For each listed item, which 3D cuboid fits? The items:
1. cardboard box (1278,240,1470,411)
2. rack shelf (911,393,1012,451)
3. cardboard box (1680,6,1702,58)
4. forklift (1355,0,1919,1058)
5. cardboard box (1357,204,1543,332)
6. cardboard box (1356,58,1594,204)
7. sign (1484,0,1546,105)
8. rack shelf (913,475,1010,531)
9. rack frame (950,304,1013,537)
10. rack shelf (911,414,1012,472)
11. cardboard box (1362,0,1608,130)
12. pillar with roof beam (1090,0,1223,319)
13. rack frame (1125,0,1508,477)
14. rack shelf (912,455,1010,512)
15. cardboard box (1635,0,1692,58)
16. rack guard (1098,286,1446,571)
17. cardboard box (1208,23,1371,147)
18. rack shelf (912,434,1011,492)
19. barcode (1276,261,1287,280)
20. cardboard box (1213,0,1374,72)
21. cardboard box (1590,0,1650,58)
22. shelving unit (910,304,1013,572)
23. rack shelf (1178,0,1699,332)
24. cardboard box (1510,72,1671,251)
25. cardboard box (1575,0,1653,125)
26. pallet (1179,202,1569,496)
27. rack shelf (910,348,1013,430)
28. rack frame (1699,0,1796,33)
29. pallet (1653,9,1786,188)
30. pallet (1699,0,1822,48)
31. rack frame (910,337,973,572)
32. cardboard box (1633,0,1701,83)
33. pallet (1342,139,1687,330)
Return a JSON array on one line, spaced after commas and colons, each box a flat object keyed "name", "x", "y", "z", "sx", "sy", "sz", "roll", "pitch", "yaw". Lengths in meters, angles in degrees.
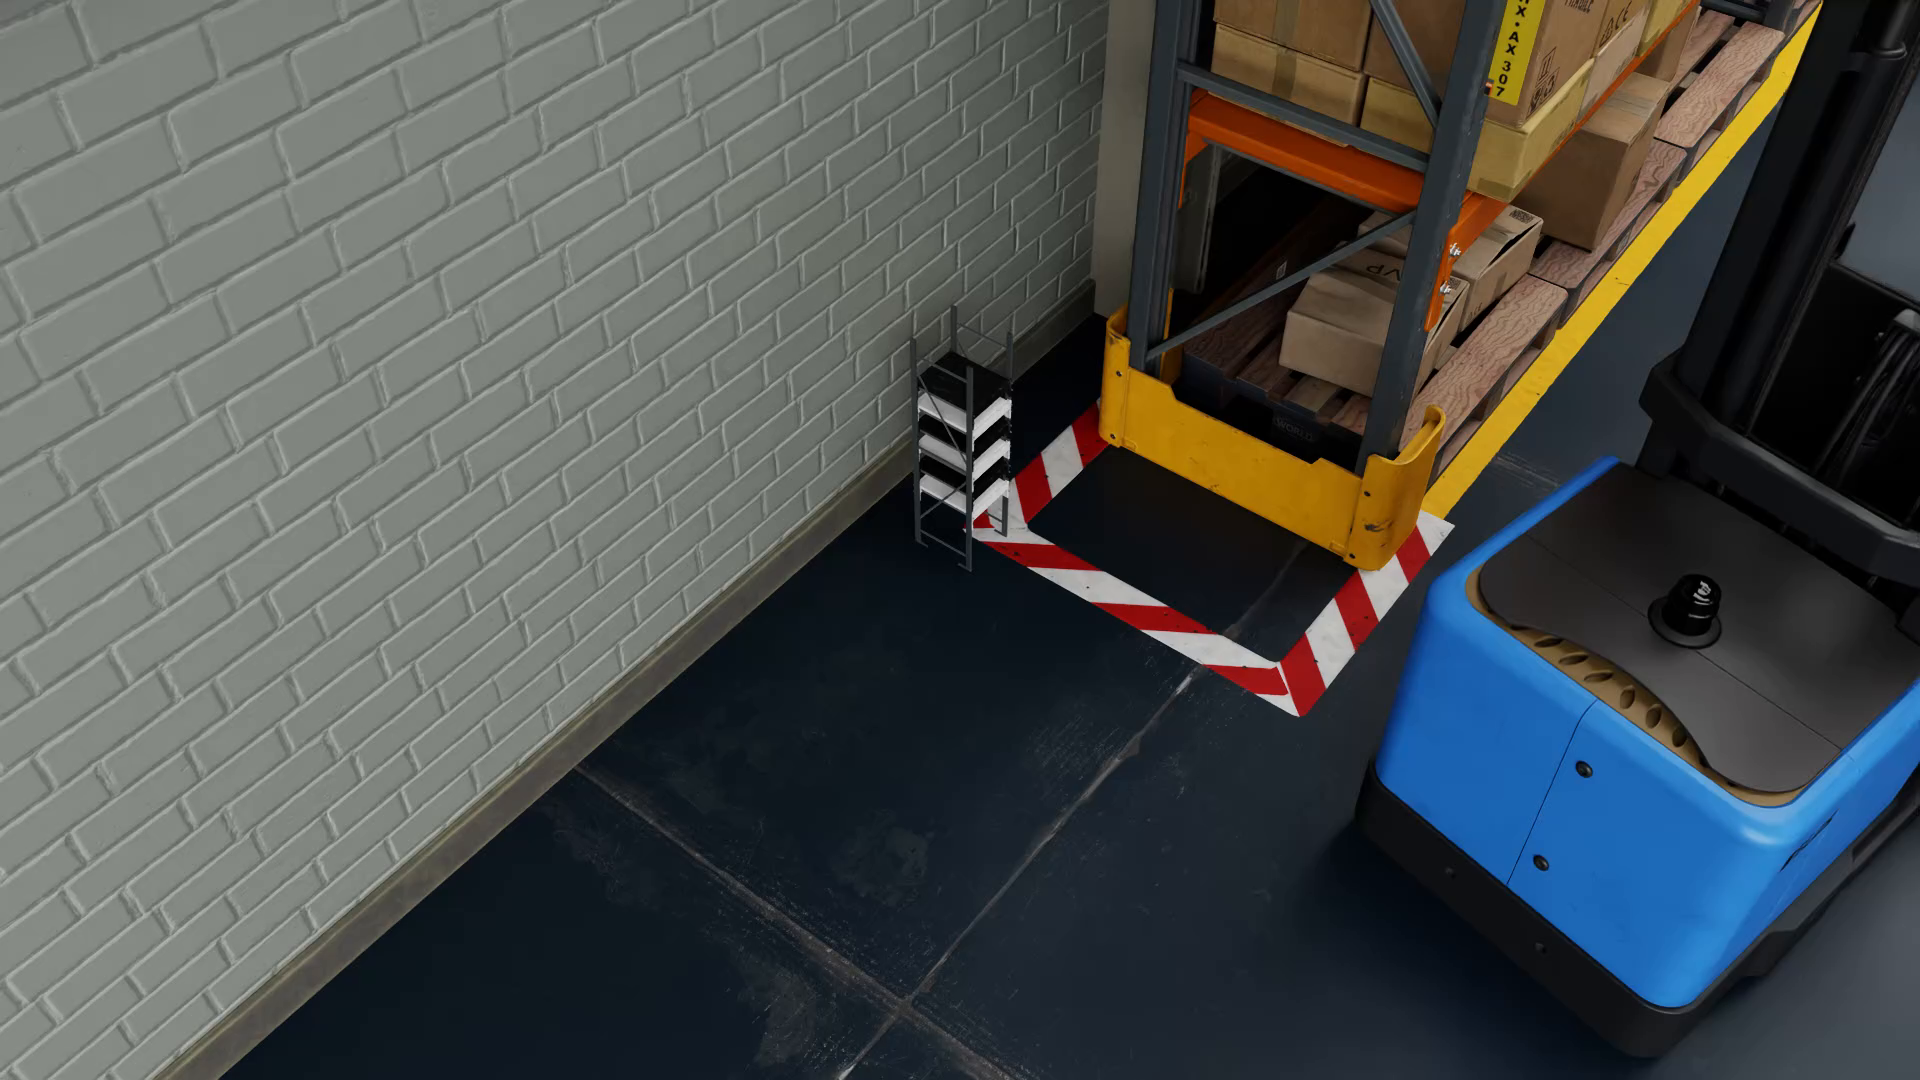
[{"name": "cardboard box", "x": 1.498, "y": -0.804, "z": 5.999, "sx": 0.500, "sy": 0.311, "sz": 0.500, "roll": 24, "pitch": 51, "yaw": 21}, {"name": "rack shelf", "x": 0.005, "y": -0.417, "z": 5.323, "sx": 0.258, "sy": 0.077, "sz": 0.200, "roll": 29, "pitch": 53, "yaw": 25}, {"name": "cardboard box", "x": 3.146, "y": -2.368, "z": 7.592, "sx": 0.380, "sy": 0.166, "sz": 0.250, "roll": 23, "pitch": 50, "yaw": 20}, {"name": "forklift", "x": 2.616, "y": -0.564, "z": 4.262, "sx": 3.031, "sy": 2.935, "sz": 1.130, "roll": -31, "pitch": 54, "yaw": -26}, {"name": "cardboard box", "x": 1.846, "y": -1.130, "z": 6.311, "sx": 0.500, "sy": 0.311, "sz": 0.500, "roll": 34, "pitch": 55, "yaw": 28}, {"name": "cardboard box", "x": 1.553, "y": -1.319, "z": 5.025, "sx": 0.500, "sy": 0.250, "sz": 0.500, "roll": 28, "pitch": 52, "yaw": 24}, {"name": "sign", "x": 1.433, "y": -1.284, "z": 4.304, "sx": 0.100, "sy": 0.325, "sz": 0.005, "roll": 29, "pitch": 53, "yaw": 25}, {"name": "rack shelf", "x": 0.005, "y": -0.168, "z": 5.583, "sx": 0.258, "sy": 0.077, "sz": 0.200, "roll": 29, "pitch": 53, "yaw": 25}, {"name": "rack frame", "x": 0.067, "y": -0.374, "z": 5.484, "sx": 0.240, "sy": 0.900, "sz": 0.006, "roll": 29, "pitch": 53, "yaw": 25}, {"name": "rack shelf", "x": 0.005, "y": -0.355, "z": 5.388, "sx": 0.258, "sy": 0.077, "sz": 0.200, "roll": 29, "pitch": 53, "yaw": 25}, {"name": "cardboard box", "x": 1.533, "y": -1.579, "z": 4.755, "sx": 0.500, "sy": 0.500, "sz": 0.500, "roll": 29, "pitch": 53, "yaw": 25}, {"name": "pillar with roof beam", "x": 4.154, "y": -2.177, "z": 1.606, "sx": 9.100, "sy": 9.000, "sz": 0.400, "roll": 29, "pitch": 53, "yaw": 25}, {"name": "rack frame", "x": 1.003, "y": -1.225, "z": 4.846, "sx": 1.000, "sy": 3.000, "sz": 0.127, "roll": 29, "pitch": 53, "yaw": 25}, {"name": "rack shelf", "x": 0.005, "y": -0.230, "z": 5.518, "sx": 0.258, "sy": 0.077, "sz": 0.200, "roll": 29, "pitch": 53, "yaw": 25}, {"name": "cardboard box", "x": 2.175, "y": -1.911, "z": 5.591, "sx": 0.500, "sy": 0.250, "sz": 0.500, "roll": 28, "pitch": 53, "yaw": 24}, {"name": "rack guard", "x": 1.050, "y": -0.405, "z": 5.791, "sx": 1.175, "sy": 0.500, "sz": 0.348, "roll": 29, "pitch": 53, "yaw": 25}, {"name": "cardboard box", "x": 1.136, "y": -1.533, "z": 5.230, "sx": 0.500, "sy": 0.250, "sz": 0.500, "roll": 30, "pitch": 53, "yaw": 25}, {"name": "rack shelf", "x": 0.005, "y": -0.292, "z": 5.453, "sx": 0.258, "sy": 0.077, "sz": 0.200, "roll": 29, "pitch": 53, "yaw": 25}, {"name": "barcode", "x": 1.192, "y": -0.994, "z": 6.174, "sx": 0.001, "sy": 0.075, "sz": 0.075, "roll": 29, "pitch": 53, "yaw": 25}, {"name": "cardboard box", "x": 1.123, "y": -1.803, "z": 4.969, "sx": 0.500, "sy": 0.500, "sz": 0.500, "roll": 29, "pitch": 53, "yaw": 25}, {"name": "cardboard box", "x": 1.843, "y": -1.858, "z": 5.021, "sx": 0.500, "sy": 0.500, "sz": 0.500, "roll": 29, "pitch": 53, "yaw": 25}, {"name": "shelving unit", "x": 0.005, "y": -0.315, "z": 5.429, "sx": 0.258, "sy": 0.900, "sz": 0.210, "roll": 29, "pitch": 53, "yaw": 25}, {"name": "rack shelf", "x": 2.226, "y": -2.121, "z": 6.199, "sx": 1.077, "sy": 0.370, "sz": 4.000, "roll": 29, "pitch": 53, "yaw": 25}, {"name": "cardboard box", "x": 2.334, "y": -1.593, "z": 6.622, "sx": 0.700, "sy": 0.500, "sz": 0.500, "roll": 26, "pitch": 52, "yaw": 23}, {"name": "cardboard box", "x": 1.859, "y": -1.622, "z": 5.315, "sx": 0.500, "sy": 0.250, "sz": 0.500, "roll": 28, "pitch": 52, "yaw": 24}, {"name": "pallet", "x": 1.575, "y": -0.754, "z": 6.325, "sx": 1.003, "sy": 0.211, "sz": 1.213, "roll": 29, "pitch": 53, "yaw": 25}, {"name": "rack shelf", "x": 0.005, "y": -0.479, "z": 5.258, "sx": 0.258, "sy": 0.077, "sz": 0.200, "roll": 29, "pitch": 53, "yaw": 25}, {"name": "rack frame", "x": 3.449, "y": -3.514, "z": 7.032, "sx": 1.000, "sy": 3.000, "sz": 0.127, "roll": 29, "pitch": 53, "yaw": 25}, {"name": "pallet", "x": 3.066, "y": -2.151, "z": 7.658, "sx": 1.003, "sy": 0.211, "sz": 1.213, "roll": 29, "pitch": 53, "yaw": 25}, {"name": "pallet", "x": 3.924, "y": -2.997, "z": 8.467, "sx": 1.003, "sy": 0.211, "sz": 1.213, "roll": 29, "pitch": 53, "yaw": 25}, {"name": "rack frame", "x": -0.057, "y": -0.257, "z": 5.373, "sx": 0.240, "sy": 0.900, "sz": 0.006, "roll": 29, "pitch": 53, "yaw": 25}, {"name": "cardboard box", "x": 2.846, "y": -2.191, "z": 7.193, "sx": 0.500, "sy": 0.500, "sz": 0.500, "roll": 25, "pitch": 51, "yaw": 22}, {"name": "pallet", "x": 2.321, "y": -1.449, "z": 6.989, "sx": 1.003, "sy": 0.211, "sz": 1.213, "roll": 29, "pitch": 53, "yaw": 25}]
